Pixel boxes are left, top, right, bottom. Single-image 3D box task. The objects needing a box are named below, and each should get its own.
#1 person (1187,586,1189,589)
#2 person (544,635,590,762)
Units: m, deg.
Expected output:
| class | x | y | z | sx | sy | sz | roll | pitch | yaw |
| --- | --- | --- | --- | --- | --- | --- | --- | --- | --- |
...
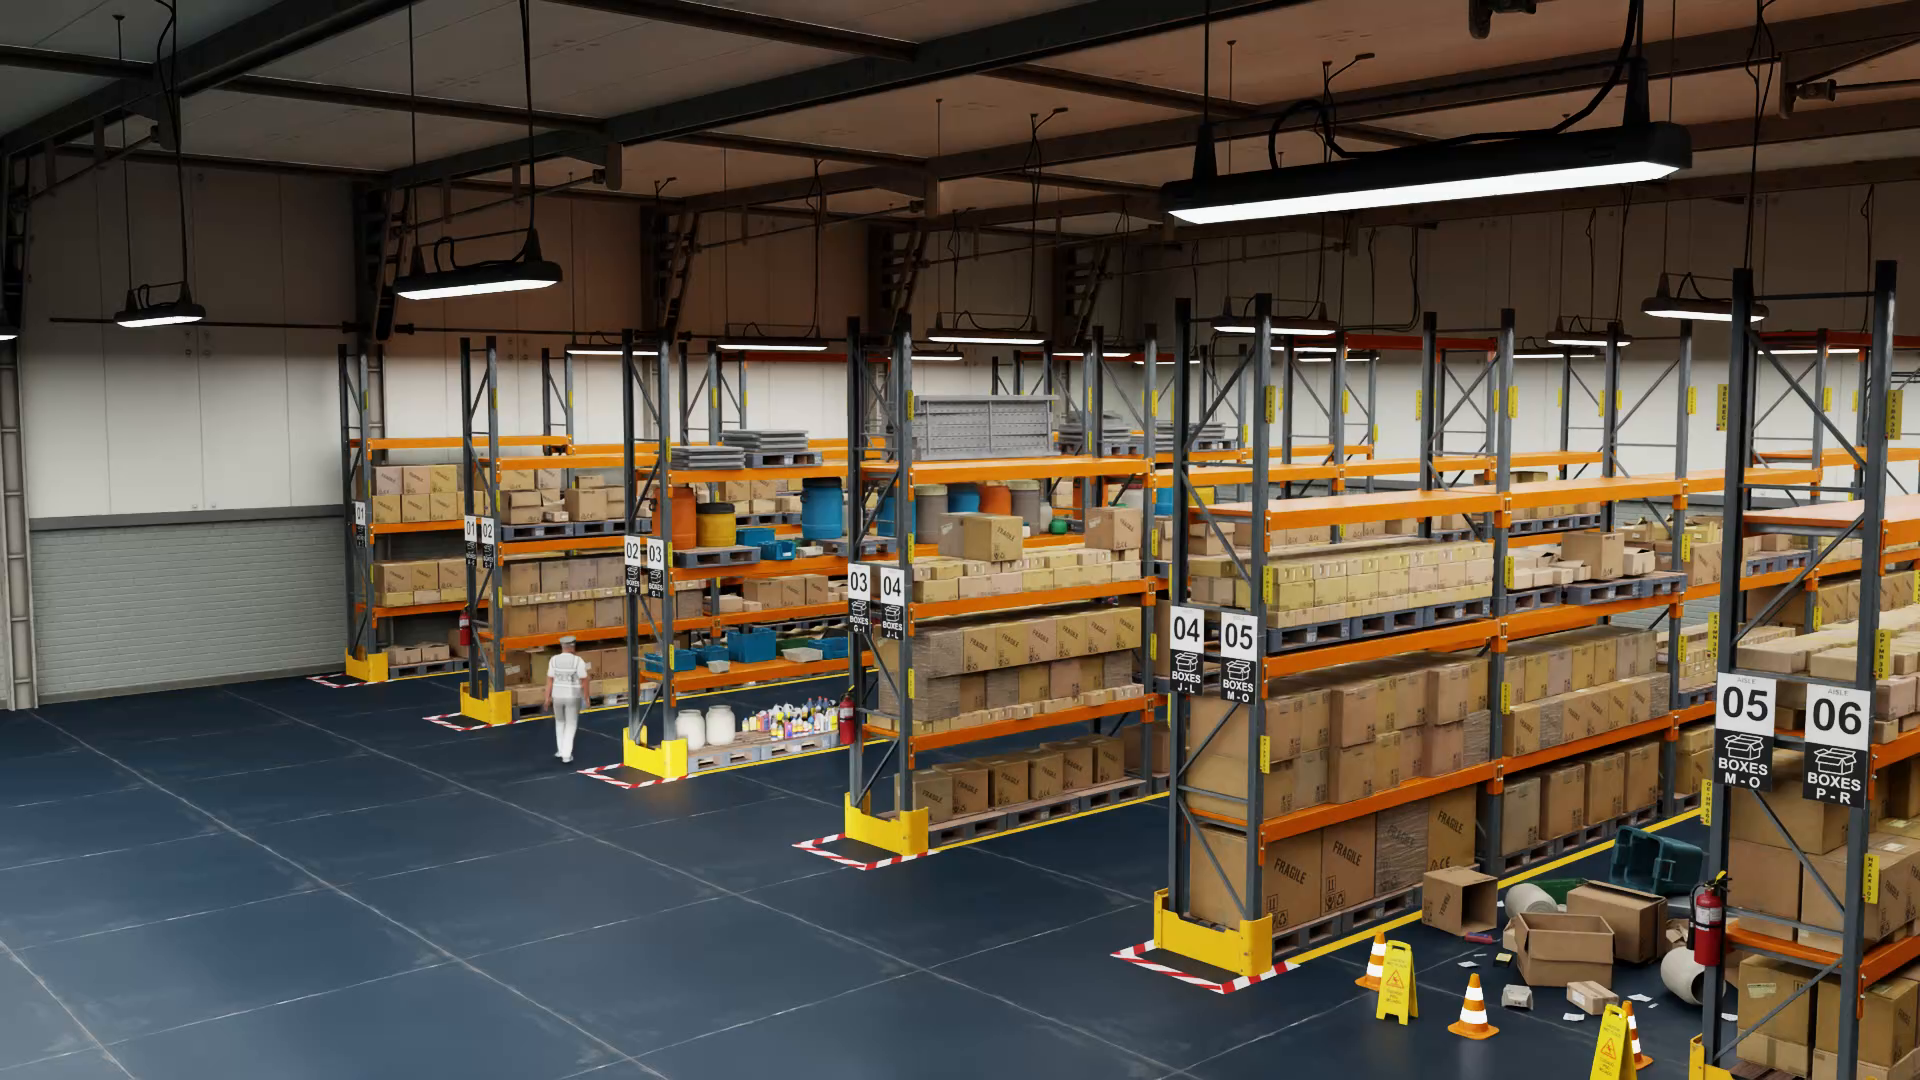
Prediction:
| class | x | y | z | sx | sy | sz | roll | pitch | yaw |
| --- | --- | --- | --- | --- | --- | --- | --- | --- | --- |
| person | 4.222 | 1.415 | 31.870 | 0.951 | 1.749 | 0.533 | -1 | 5 | -14 |
| person | -5.495 | 2.233 | 23.296 | 0.624 | 1.794 | 0.688 | 1 | 5 | 7 |
